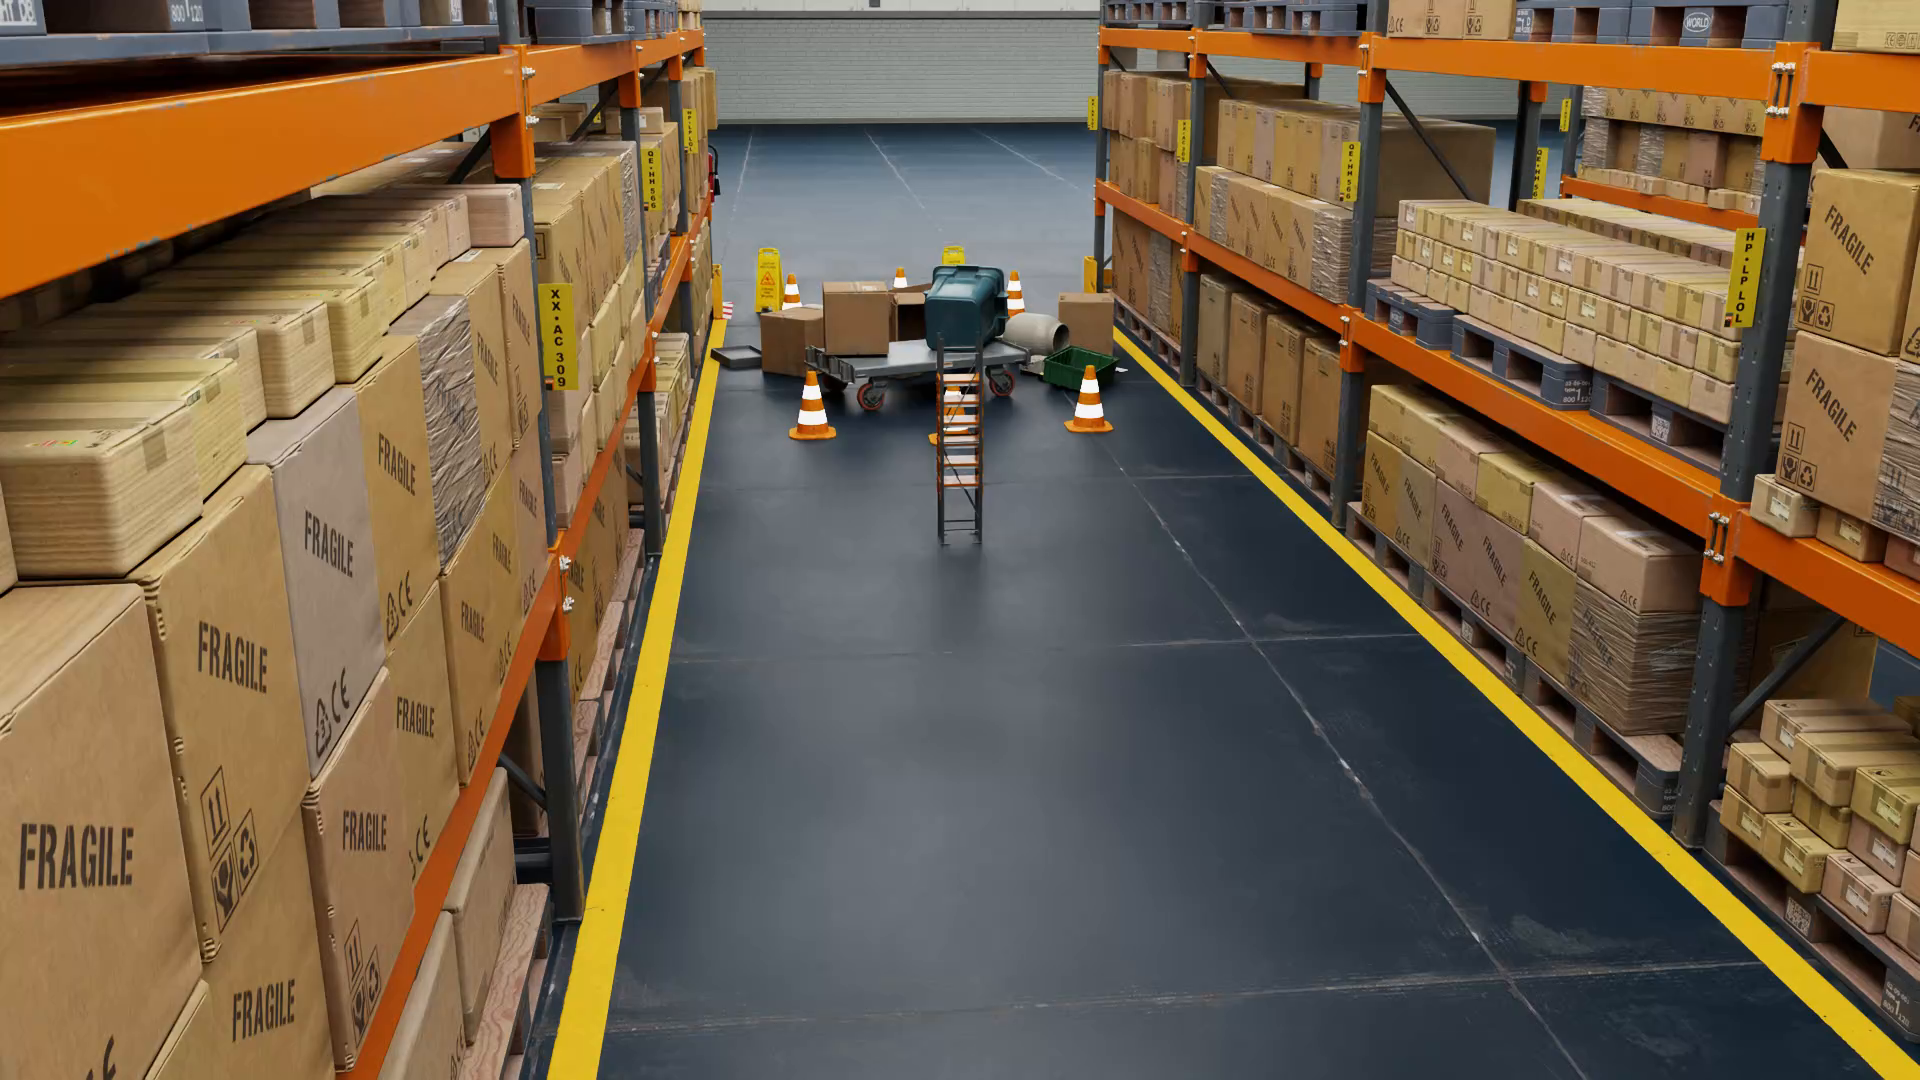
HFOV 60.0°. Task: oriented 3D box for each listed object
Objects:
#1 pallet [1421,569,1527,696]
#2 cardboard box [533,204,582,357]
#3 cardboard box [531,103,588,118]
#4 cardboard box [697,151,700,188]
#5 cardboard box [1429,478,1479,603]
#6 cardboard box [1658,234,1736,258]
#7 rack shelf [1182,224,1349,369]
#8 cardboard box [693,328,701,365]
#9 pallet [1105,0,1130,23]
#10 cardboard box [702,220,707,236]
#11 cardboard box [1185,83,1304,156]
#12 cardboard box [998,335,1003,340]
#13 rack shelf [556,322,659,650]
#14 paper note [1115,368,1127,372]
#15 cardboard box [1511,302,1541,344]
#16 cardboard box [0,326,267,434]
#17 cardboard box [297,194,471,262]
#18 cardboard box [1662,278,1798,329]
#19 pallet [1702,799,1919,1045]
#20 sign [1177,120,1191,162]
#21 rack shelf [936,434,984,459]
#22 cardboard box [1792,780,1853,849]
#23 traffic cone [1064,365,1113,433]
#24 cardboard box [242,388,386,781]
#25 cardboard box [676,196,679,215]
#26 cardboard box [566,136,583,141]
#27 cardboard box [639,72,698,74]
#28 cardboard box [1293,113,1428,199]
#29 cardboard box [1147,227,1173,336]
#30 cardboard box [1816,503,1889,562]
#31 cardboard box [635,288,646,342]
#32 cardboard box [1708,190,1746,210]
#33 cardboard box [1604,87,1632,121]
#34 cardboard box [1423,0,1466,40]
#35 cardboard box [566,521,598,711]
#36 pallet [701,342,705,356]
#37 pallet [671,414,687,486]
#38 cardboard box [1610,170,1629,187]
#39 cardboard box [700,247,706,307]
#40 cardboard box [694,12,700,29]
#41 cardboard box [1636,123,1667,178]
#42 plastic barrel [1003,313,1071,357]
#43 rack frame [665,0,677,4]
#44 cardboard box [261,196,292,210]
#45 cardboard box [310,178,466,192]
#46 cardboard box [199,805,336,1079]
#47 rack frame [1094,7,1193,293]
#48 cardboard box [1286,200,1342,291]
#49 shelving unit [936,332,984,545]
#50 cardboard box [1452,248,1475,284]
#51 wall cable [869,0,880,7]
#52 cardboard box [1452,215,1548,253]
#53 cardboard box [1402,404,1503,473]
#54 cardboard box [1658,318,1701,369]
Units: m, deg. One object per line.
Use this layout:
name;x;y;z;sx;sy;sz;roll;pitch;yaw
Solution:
pallet;2.931;0.404;8.038;1.003;0.211;1.213;-2;18;-6
cardboard box;-1.531;-0.812;5.419;0.500;0.500;0.500;-2;17;-5
cardboard box;-2.900;-3.079;12.029;0.380;0.149;0.250;-2;18;-6
cardboard box;-2.551;-3.309;14.545;0.500;0.500;0.500;-2;17;-5
cardboard box;2.661;-0.009;8.169;0.500;0.500;0.500;-2;18;-7
cardboard box;3.393;-1.291;7.508;0.380;0.149;0.250;-1;17;-4
rack shelf;2.523;-1.775;11.523;1.077;0.370;4.000;-2;18;-6
cardboard box;-2.389;-1.603;13.665;0.500;0.250;0.500;-3;18;-8
pallet;1.991;-5.073;15.970;1.003;0.211;1.213;-2;18;-6
cardboard box;-2.540;-2.865;15.350;0.380;0.149;0.250;-1;17;-5
cardboard box;2.313;-3.411;13.482;0.875;0.550;0.550;-2;18;-6
cardboard box;0.307;-1.864;15.172;0.396;0.266;0.258;1;17;4
rack shelf;-1.978;-0.400;7.144;1.077;0.370;4.000;-2;18;-6
paper note;1.346;-1.470;14.306;0.142;0.020;0.147;16;24;42
cardboard box;2.739;-0.990;7.542;0.380;0.149;0.250;-2;18;-7
cardboard box;-1.255;-0.215;2.436;0.380;0.149;0.250;-2;18;-5
cardboard box;-1.504;-0.817;4.354;0.380;0.149;0.250;-1;17;-4
cardboard box;2.878;-0.888;6.223;0.380;0.149;0.250;-2;18;-7
pallet;3.246;1.199;5.505;1.003;0.211;1.213;-2;18;-6
sign;1.765;-3.147;13.115;0.100;0.325;0.005;-2;18;-6
rack shelf;-0.002;-0.534;9.524;0.258;0.103;0.180;-2;18;-6
cardboard box;2.976;0.878;5.434;0.380;0.149;0.250;-2;18;-5
traffic cone;0.953;-1.057;12.272;0.336;0.463;0.334;-2;18;-6
cardboard box;-1.246;0.061;2.638;0.500;0.500;0.500;-2;18;-6
cardboard box;-2.269;-2.466;12.243;0.380;0.149;0.250;-2;17;-5
cardboard box;-2.680;-2.322;10.702;0.500;0.500;0.500;-2;18;-8
cardboard box;-2.626;-3.791;14.411;0.700;0.500;0.500;-2;18;-6
cardboard box;2.584;-2.484;10.746;0.700;0.500;0.500;-2;18;-6
cardboard box;2.225;-2.358;15.027;0.875;0.875;0.875;-2;18;-5
cardboard box;2.946;-0.041;5.220;0.380;0.149;0.250;-1;17;-4
cardboard box;-1.874;-1.125;8.502;0.500;0.250;0.500;-2;18;-8
cardboard box;6.827;-2.994;14.625;0.380;0.149;0.250;-2;18;-6
cardboard box;6.678;-4.374;16.268;0.500;0.500;0.500;-2;18;-6
cardboard box;2.582;-2.674;8.011;0.500;0.500;0.500;-2;18;-6
cardboard box;-2.016;0.215;6.830;0.875;0.875;0.875;-1;17;-4
pallet;-2.830;-1.763;14.942;1.003;0.211;1.213;-2;18;-6
pallet;-2.386;-0.604;11.248;1.003;0.211;1.213;-2;18;-6
cardboard box;6.704;-3.592;16.532;0.380;0.149;0.250;-2;18;-6
cardboard box;-2.508;-2.275;14.552;0.500;0.500;0.500;-1;17;-3
cardboard box;-2.636;-4.863;15.570;0.380;0.149;0.250;-2;18;-5
cardboard box;7.057;-3.758;15.975;0.875;0.500;0.500;-2;18;-6
plastic barrel;0.674;-1.775;14.624;0.512;0.421;0.421;11;21;32
rack frame;-2.597;-5.393;11.831;1.000;3.000;0.127;-2;18;-6
cardboard box;-1.955;-0.803;4.309;0.380;0.149;0.250;-2;17;-5
cardboard box;-2.161;-1.103;6.346;0.500;0.500;0.500;-1;17;-4
cardboard box;-1.203;0.695;2.288;0.500;0.500;0.500;-2;18;-6
rack frame;1.904;-3.905;17.109;1.000;3.000;0.127;-2;18;-6
cardboard box;2.366;-1.844;10.376;0.500;0.500;0.500;-2;18;-6
shelving unit;-0.002;-0.577;9.511;0.258;1.200;0.189;-2;18;-6
cardboard box;2.666;-1.359;8.219;0.380;0.149;0.250;-2;18;-5
wall cable;-1.409;-17.963;46.191;2.305;6.003;0.169;-2;18;-6
cardboard box;2.662;-1.510;8.205;0.380;0.149;0.250;-3;18;-8
cardboard box;2.612;-0.523;8.557;0.500;0.250;0.500;-2;18;-6
cardboard box;2.876;-0.743;6.259;0.380;0.149;0.250;-2;18;-5
